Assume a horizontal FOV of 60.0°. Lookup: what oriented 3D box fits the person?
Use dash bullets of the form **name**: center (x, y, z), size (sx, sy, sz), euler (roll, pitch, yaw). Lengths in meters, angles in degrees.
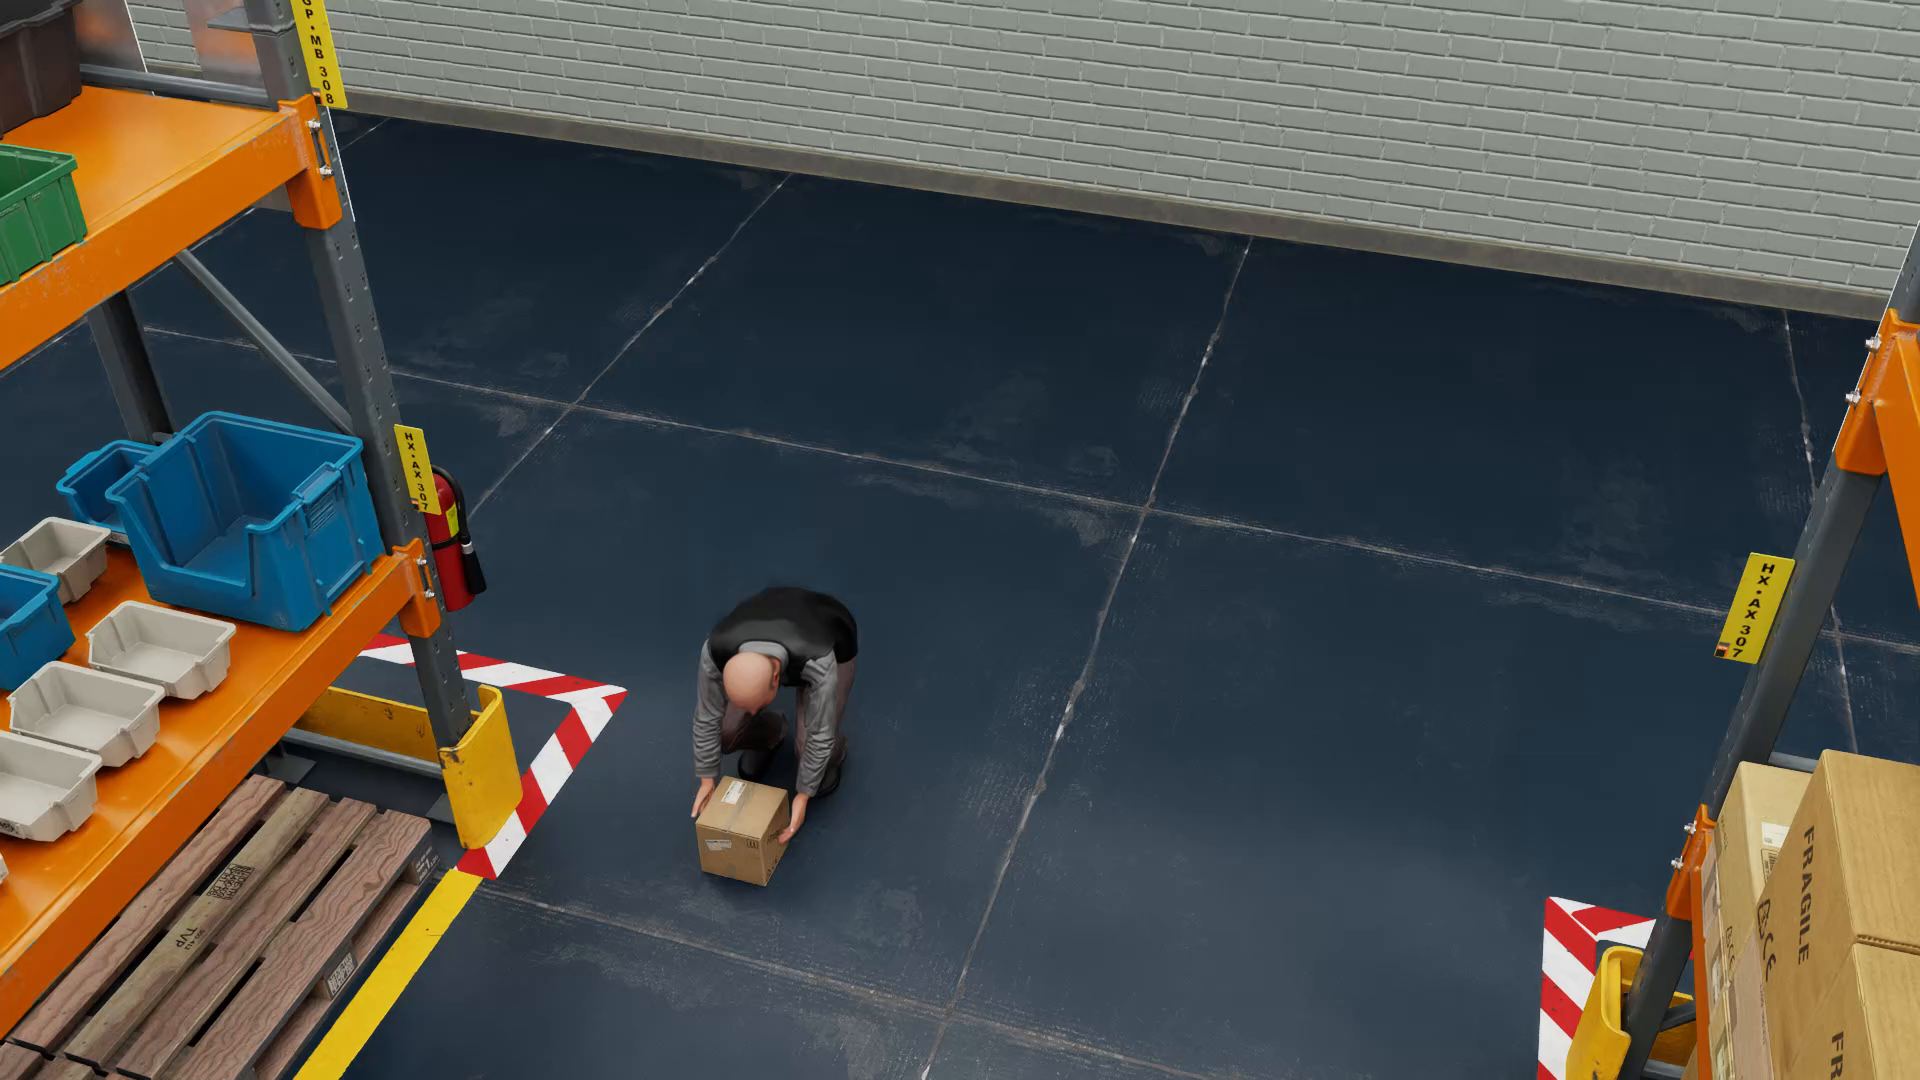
- **person**: center (-0.647, 0.570, 6.064), size (0.544, 0.942, 0.869), euler (11, 38, 14)
